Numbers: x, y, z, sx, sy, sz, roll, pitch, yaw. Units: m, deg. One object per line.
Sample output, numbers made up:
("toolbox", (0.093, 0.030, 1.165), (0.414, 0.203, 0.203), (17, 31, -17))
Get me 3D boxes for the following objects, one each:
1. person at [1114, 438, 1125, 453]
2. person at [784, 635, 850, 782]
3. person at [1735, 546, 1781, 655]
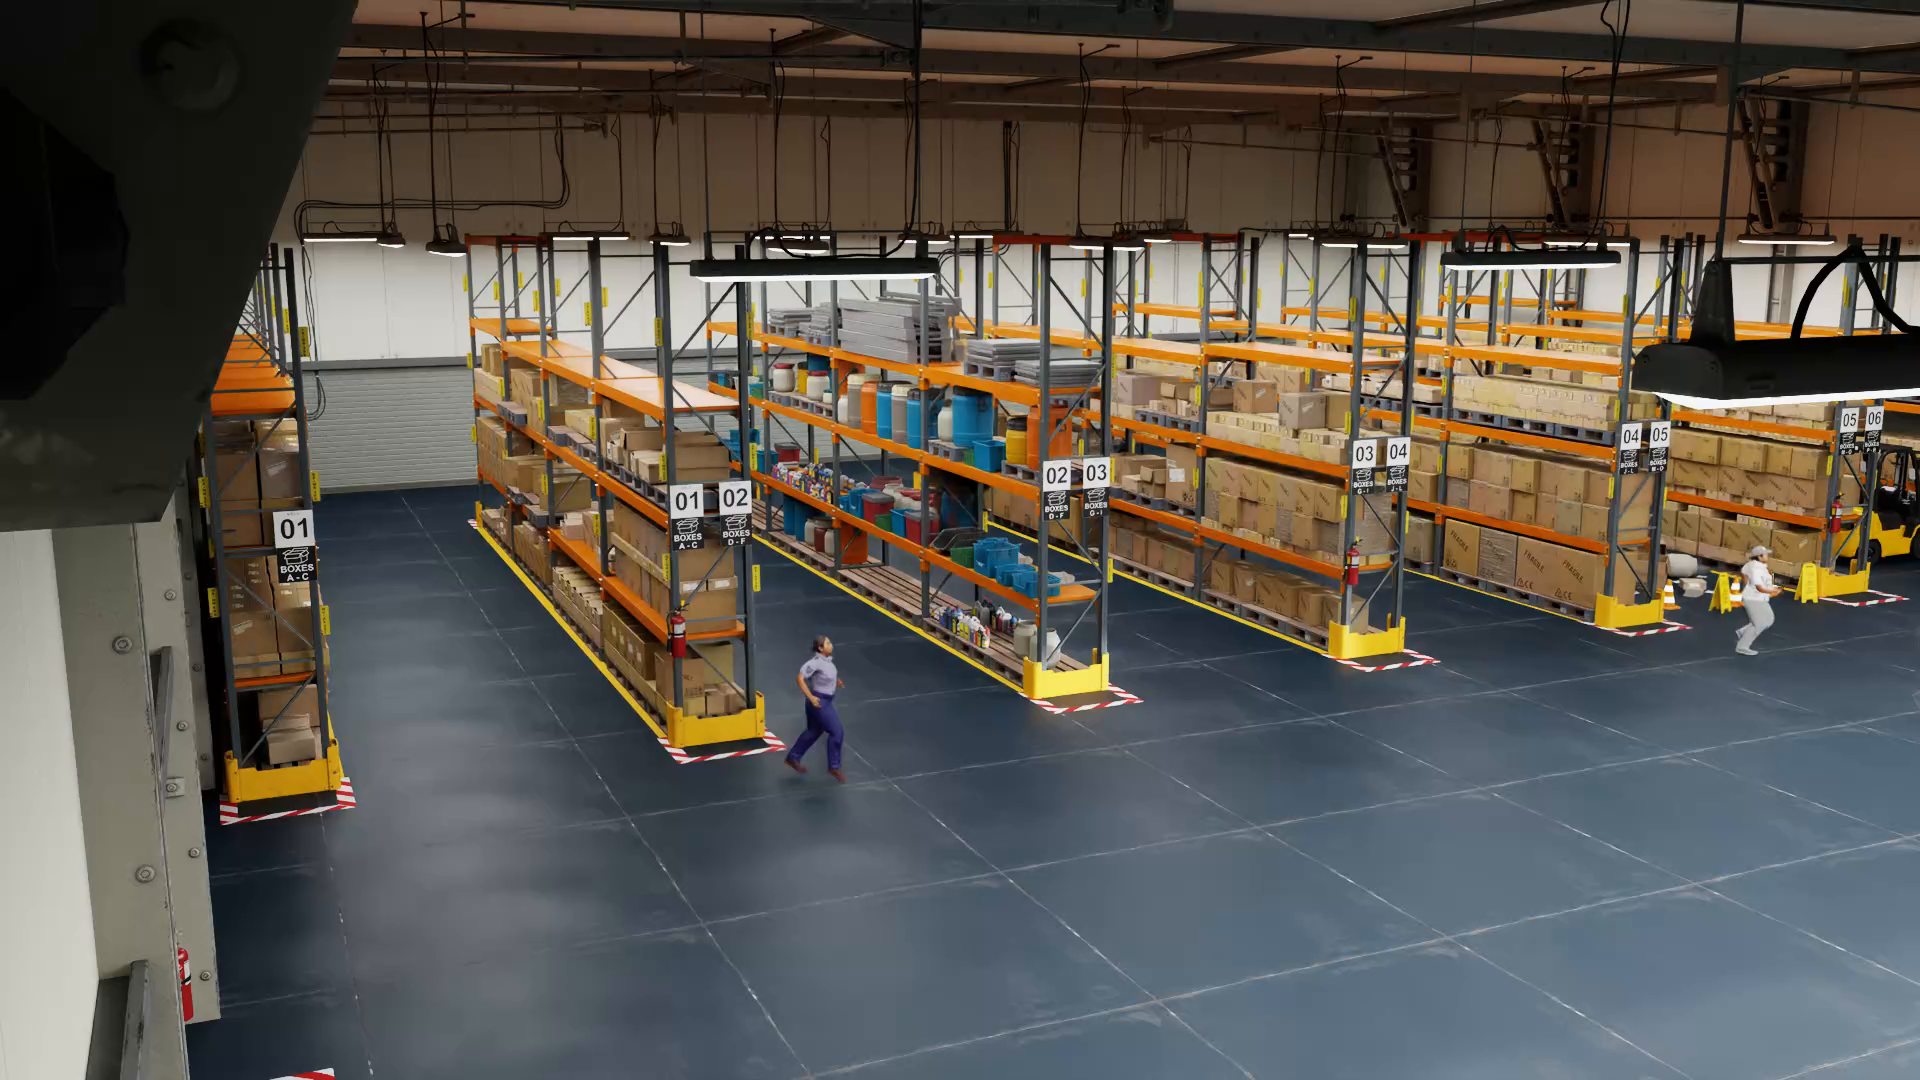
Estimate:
("person", (4.160, -2.494, 42.080), (0.469, 1.518, 0.790), (3, 11, 14))
("person", (-1.644, 1.911, 19.020), (0.767, 1.699, 0.614), (0, 11, -1))
("person", (11.681, 0.880, 24.308), (0.563, 1.625, 0.617), (5, 12, 22))
